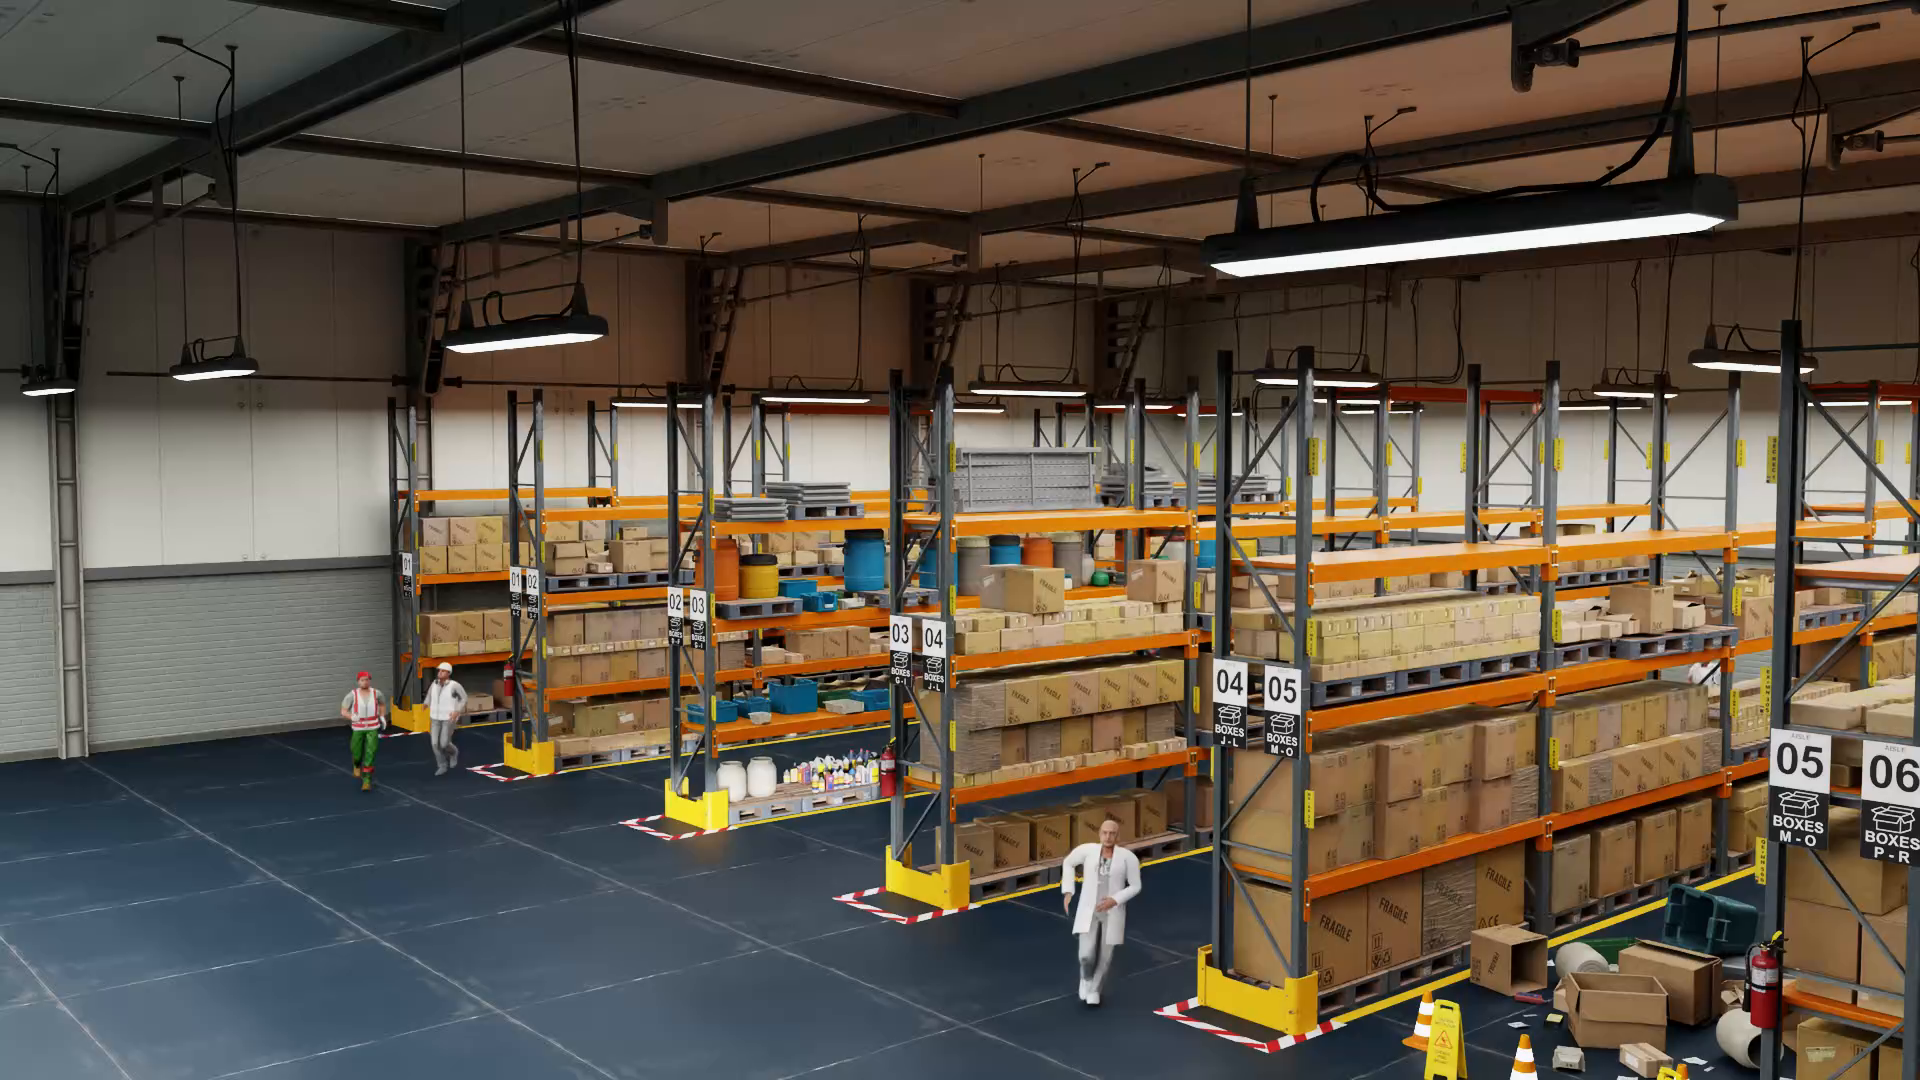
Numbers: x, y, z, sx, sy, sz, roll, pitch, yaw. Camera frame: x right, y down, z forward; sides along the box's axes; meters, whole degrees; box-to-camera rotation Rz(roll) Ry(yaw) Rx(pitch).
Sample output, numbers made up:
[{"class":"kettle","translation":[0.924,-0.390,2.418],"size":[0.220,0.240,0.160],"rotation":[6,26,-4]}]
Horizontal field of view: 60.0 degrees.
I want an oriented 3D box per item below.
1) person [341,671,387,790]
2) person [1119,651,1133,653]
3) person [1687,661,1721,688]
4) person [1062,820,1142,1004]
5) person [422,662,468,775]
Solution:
[{"class":"person","translation":[-8.920,2.829,24.906],"size":[0.658,1.758,0.790],"rotation":[-2,4,-27]},{"class":"person","translation":[3.216,2.477,32.276],"size":[0.636,1.570,0.511],"rotation":[-3,4,-39]},{"class":"person","translation":[12.432,2.669,27.653],"size":[0.739,1.768,0.949],"rotation":[2,4,35]},{"class":"person","translation":[1.292,3.407,15.182],"size":[0.725,1.712,0.587],"rotation":[0,3,3]},{"class":"person","translation":[-8.093,2.789,26.019],"size":[0.695,1.743,0.601],"rotation":[1,3,15]}]
